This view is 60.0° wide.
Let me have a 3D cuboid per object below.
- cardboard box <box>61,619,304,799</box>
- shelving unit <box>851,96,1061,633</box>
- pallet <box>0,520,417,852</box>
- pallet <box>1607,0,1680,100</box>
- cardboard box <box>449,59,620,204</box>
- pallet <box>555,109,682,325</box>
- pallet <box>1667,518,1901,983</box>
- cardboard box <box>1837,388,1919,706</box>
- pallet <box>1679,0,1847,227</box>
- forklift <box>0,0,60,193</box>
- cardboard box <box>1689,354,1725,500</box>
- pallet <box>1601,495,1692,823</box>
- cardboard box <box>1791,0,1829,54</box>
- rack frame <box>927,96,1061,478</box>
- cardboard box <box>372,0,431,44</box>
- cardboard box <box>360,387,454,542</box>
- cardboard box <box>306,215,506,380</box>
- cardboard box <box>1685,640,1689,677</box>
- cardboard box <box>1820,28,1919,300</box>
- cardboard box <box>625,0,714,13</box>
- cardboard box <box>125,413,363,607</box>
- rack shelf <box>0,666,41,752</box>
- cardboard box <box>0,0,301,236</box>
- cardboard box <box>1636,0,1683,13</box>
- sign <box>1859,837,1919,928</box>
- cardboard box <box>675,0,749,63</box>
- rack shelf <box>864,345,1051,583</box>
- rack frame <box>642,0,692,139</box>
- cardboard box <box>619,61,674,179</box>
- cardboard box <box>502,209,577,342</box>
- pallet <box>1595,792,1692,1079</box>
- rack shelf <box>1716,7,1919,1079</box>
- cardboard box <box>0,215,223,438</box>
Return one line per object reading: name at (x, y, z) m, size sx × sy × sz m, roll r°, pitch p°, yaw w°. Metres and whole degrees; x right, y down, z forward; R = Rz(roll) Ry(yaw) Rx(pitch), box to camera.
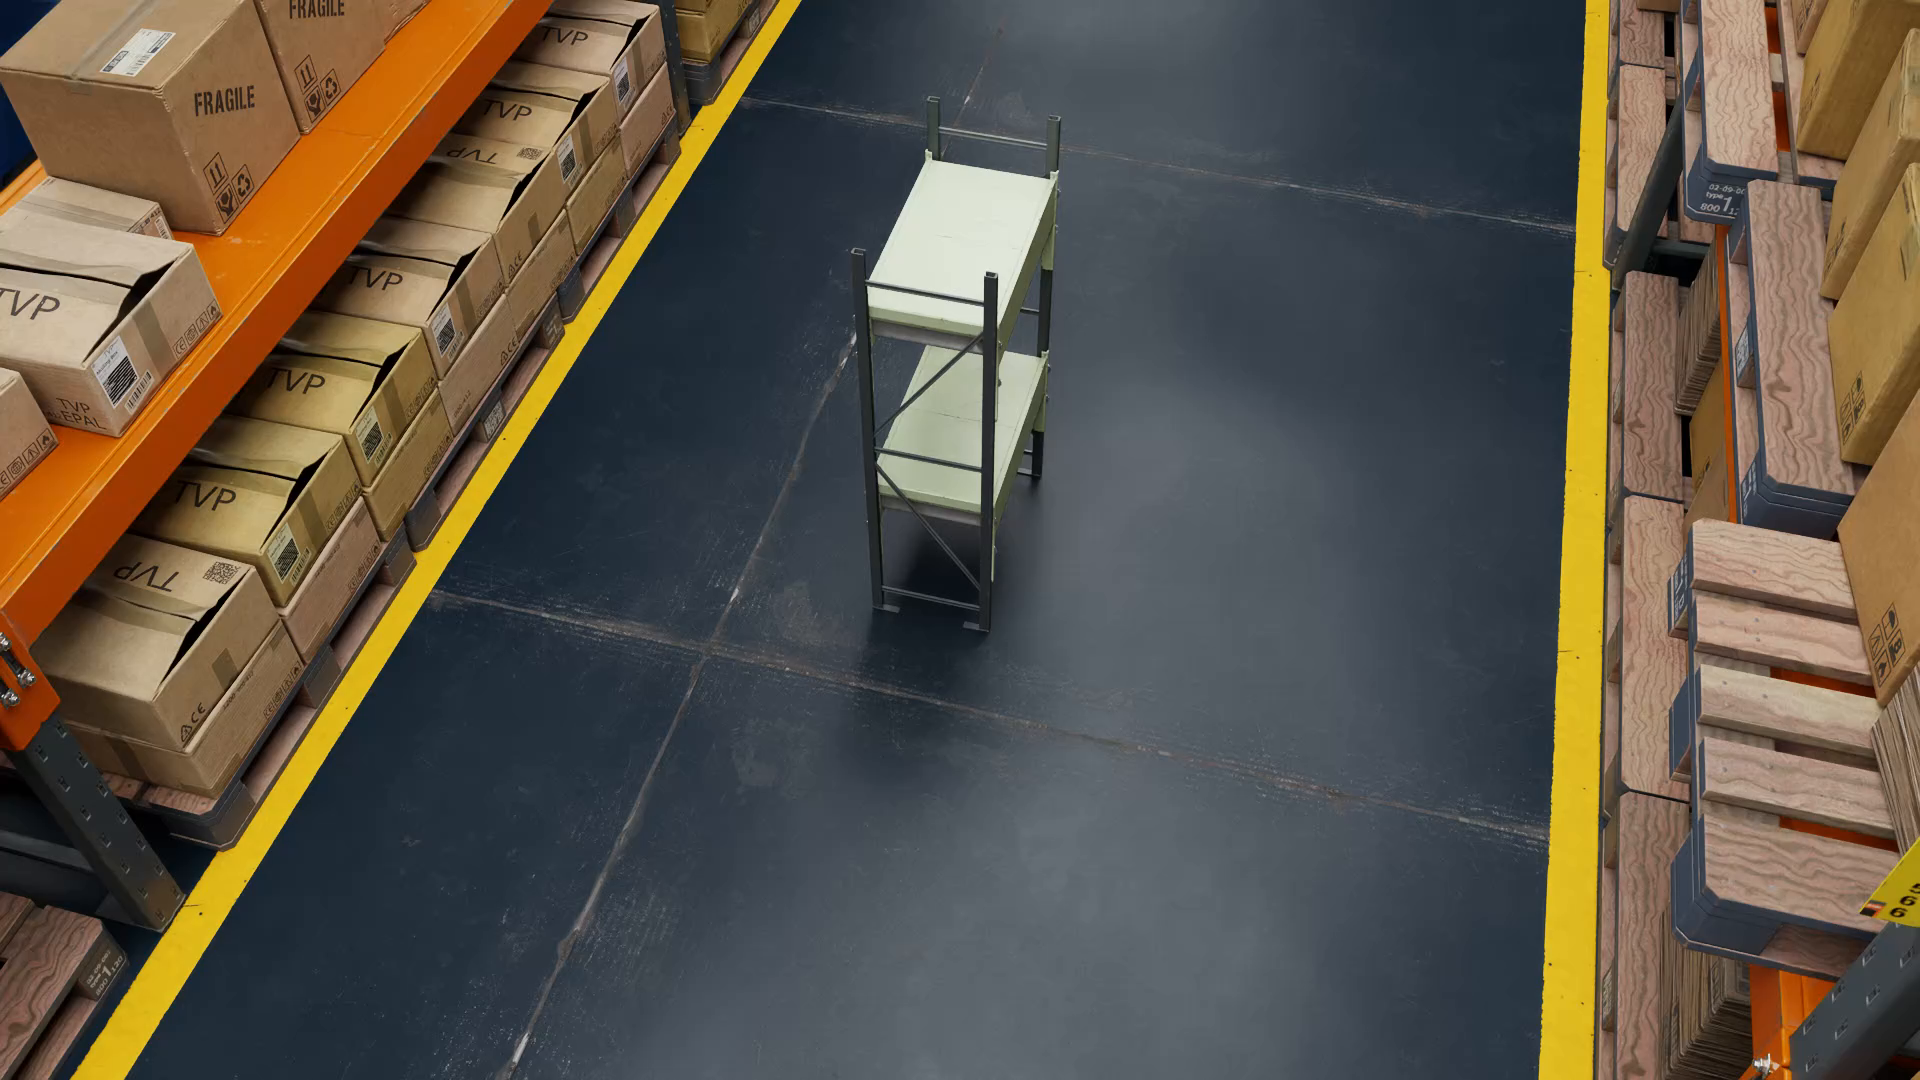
cardboard box at (-2.321, 0.443, 4.912) m, size 0.500 × 0.250 × 0.500 m, roll 11°, pitch 50°, yaw 10°
shelving unit at (0.002, -0.501, 5.192) m, size 0.431 × 1.500 × 0.755 m, roll 12°, pitch 50°, yaw 10°
pallet at (-2.488, 0.328, 5.320) m, size 1.003 × 0.211 × 1.213 m, roll 12°, pitch 50°, yaw 10°
pallet at (3.553, -2.381, 7.711) m, size 1.003 × 0.211 × 1.213 m, roll 12°, pitch 50°, yaw 10°
cardboard box at (-1.650, -1.588, 6.331) m, size 0.500 × 0.311 × 0.500 m, roll 13°, pitch 50°, yaw 11°
pallet at (-1.845, -1.437, 6.878) m, size 1.003 × 0.211 × 1.213 m, roll 12°, pitch 50°, yaw 10°
pallet at (2.123, 0.495, 3.441) m, size 1.213 × 0.211 × 1.003 m, roll 12°, pitch 50°, yaw 10°
cardboard box at (2.273, 0.037, 3.356) m, size 0.700 × 0.500 × 0.500 m, roll 7°, pitch 49°, yaw 6°
pallet at (2.749, -1.338, 5.058) m, size 1.003 × 0.211 × 1.213 m, roll 12°, pitch 50°, yaw 10°
forklift at (-4.494, -1.728, 5.321) m, size 1.130 × 2.935 × 3.031 m, roll 11°, pitch 49°, yaw 9°
cardboard box at (2.826, -0.325, 5.410) m, size 0.700 × 0.500 × 0.500 m, roll 11°, pitch 49°, yaw 9°
pallet at (2.568, 0.446, 5.216) m, size 1.003 × 0.211 × 1.213 m, roll 12°, pitch 50°, yaw 10°
cardboard box at (2.924, -1.743, 4.928) m, size 0.700 × 0.500 × 0.500 m, roll 12°, pitch 50°, yaw 10°
rack frame at (0.098, -0.766, 5.426) m, size 0.400 × 1.500 × 0.023 m, roll 12°, pitch 50°, yaw 10°
cardboard box at (-2.046, -2.000, 5.448) m, size 0.500 × 0.500 × 0.500 m, roll 15°, pitch 50°, yaw 13°
cardboard box at (-2.058, -0.298, 5.566) m, size 0.500 × 0.250 × 0.500 m, roll 10°, pitch 49°, yaw 9°
cardboard box at (-1.919, -0.865, 5.692) m, size 0.500 × 0.311 × 0.500 m, roll 11°, pitch 49°, yaw 10°
cardboard box at (2.529, 0.403, 4.767) m, size 0.700 × 0.500 × 0.500 m, roll 11°, pitch 50°, yaw 10°
cardboard box at (2.627, -0.858, 4.146) m, size 0.700 × 0.500 × 0.500 m, roll 18°, pitch 51°, yaw 15°
cardboard box at (-1.265, -2.651, 7.143) m, size 0.500 × 0.500 × 0.500 m, roll 12°, pitch 50°, yaw 10°
cardboard box at (-2.191, -0.124, 5.039) m, size 0.500 × 0.311 × 0.500 m, roll 10°, pitch 49°, yaw 9°
rack shelf at (-3.268, 1.677, 2.749) m, size 1.077 × 0.370 × 4.000 m, roll 12°, pitch 50°, yaw 10°
cardboard box at (-2.316, -1.257, 4.792) m, size 0.500 × 0.500 × 0.500 m, roll 9°, pitch 49°, yaw 8°
cardboard box at (3.483, -2.722, 7.525) m, size 0.700 × 0.500 × 0.500 m, roll 9°, pitch 49°, yaw 8°
sign at (1.512, 0.510, 2.579) m, size 0.100 × 0.325 × 0.005 m, roll 12°, pitch 50°, yaw 10°
cardboard box at (-1.274, -2.405, 7.426) m, size 0.500 × 0.250 × 0.500 m, roll 12°, pitch 50°, yaw 10°
rack shelf at (0.002, -0.285, 5.436) m, size 0.431 × 0.370 × 0.720 m, roll 12°, pitch 50°, yaw 10°
rack frame at (-1.689, -2.901, 6.309) m, size 1.000 × 3.000 × 0.127 m, roll 12°, pitch 50°, yaw 10°
cardboard box at (-1.519, -1.773, 6.868) m, size 0.500 × 0.250 × 0.500 m, roll 11°, pitch 50°, yaw 10°
cardboard box at (-1.788, -1.037, 6.218) m, size 0.500 × 0.250 × 0.500 m, roll 13°, pitch 50°, yaw 11°
pallet at (2.245, 1.325, 4.440) m, size 1.003 × 0.211 × 1.213 m, roll 12°, pitch 50°, yaw 10°
rack shelf at (2.565, -0.241, 4.442) m, size 1.077 × 0.370 × 4.000 m, roll 12°, pitch 50°, yaw 10°
cardboard box at (-2.320, -0.587, 4.326) m, size 0.500 × 0.311 × 0.500 m, roll 11°, pitch 49°, yaw 10°
